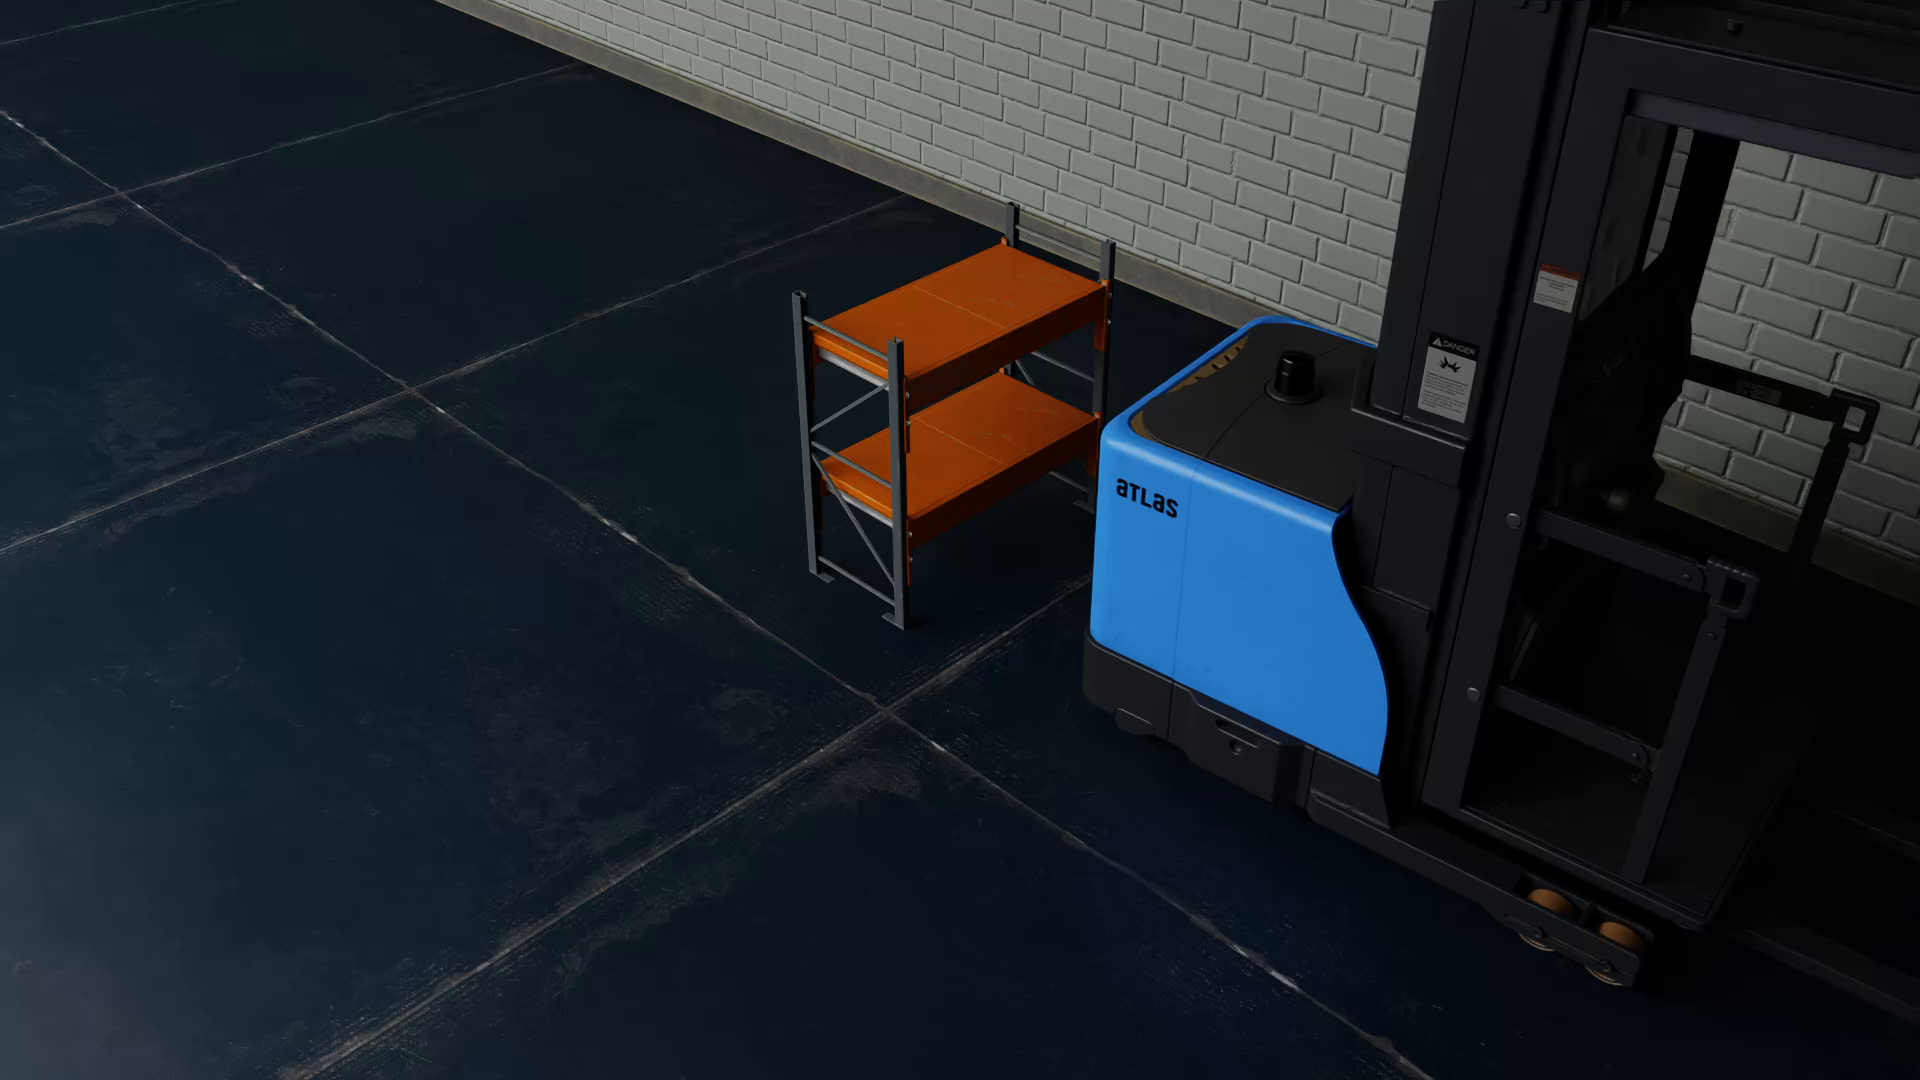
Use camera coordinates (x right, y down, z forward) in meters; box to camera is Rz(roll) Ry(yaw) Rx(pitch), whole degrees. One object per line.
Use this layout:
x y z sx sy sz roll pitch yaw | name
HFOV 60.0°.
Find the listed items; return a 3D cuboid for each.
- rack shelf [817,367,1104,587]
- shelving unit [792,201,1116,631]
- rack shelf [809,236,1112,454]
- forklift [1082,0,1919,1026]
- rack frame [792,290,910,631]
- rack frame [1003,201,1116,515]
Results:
-0.005 -0.258 6.064 0.538 0.278 1.000 30 45 35 | rack shelf
-0.005 -0.459 5.924 0.538 1.125 1.048 30 45 35 | shelving unit
-0.005 -0.699 5.757 0.538 0.278 1.000 30 45 35 | rack shelf
1.865 -0.341 4.176 3.031 2.935 1.130 25 42 31 | forklift
-0.363 -0.252 5.628 0.500 1.125 0.032 30 45 35 | rack frame
0.353 -0.665 6.220 0.500 1.125 0.032 30 45 35 | rack frame
